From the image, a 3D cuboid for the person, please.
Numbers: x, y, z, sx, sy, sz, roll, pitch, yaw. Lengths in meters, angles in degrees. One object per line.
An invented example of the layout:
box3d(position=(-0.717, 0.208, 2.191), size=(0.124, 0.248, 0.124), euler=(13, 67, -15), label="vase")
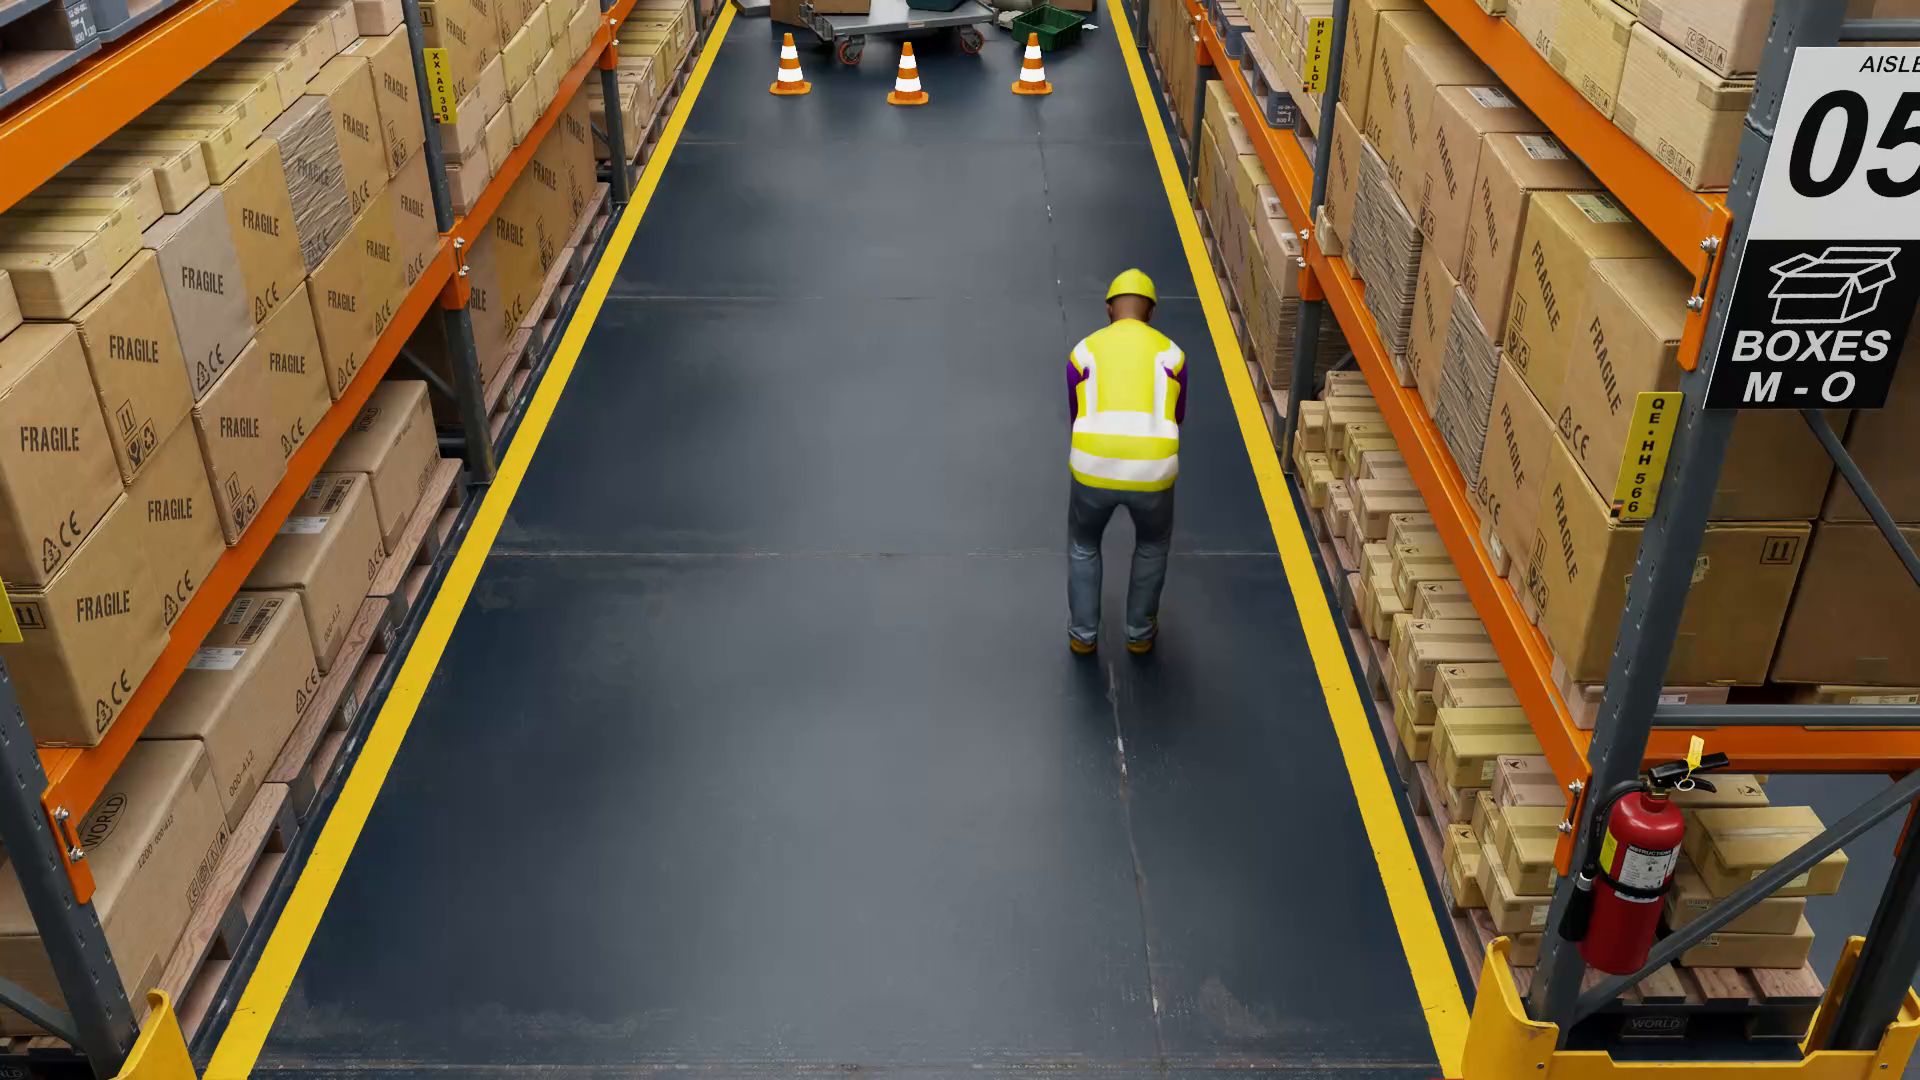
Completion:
box3d(position=(0.666, -0.303, 6.864), size=(0.487, 1.497, 0.832), euler=(4, 32, 6), label="person")
